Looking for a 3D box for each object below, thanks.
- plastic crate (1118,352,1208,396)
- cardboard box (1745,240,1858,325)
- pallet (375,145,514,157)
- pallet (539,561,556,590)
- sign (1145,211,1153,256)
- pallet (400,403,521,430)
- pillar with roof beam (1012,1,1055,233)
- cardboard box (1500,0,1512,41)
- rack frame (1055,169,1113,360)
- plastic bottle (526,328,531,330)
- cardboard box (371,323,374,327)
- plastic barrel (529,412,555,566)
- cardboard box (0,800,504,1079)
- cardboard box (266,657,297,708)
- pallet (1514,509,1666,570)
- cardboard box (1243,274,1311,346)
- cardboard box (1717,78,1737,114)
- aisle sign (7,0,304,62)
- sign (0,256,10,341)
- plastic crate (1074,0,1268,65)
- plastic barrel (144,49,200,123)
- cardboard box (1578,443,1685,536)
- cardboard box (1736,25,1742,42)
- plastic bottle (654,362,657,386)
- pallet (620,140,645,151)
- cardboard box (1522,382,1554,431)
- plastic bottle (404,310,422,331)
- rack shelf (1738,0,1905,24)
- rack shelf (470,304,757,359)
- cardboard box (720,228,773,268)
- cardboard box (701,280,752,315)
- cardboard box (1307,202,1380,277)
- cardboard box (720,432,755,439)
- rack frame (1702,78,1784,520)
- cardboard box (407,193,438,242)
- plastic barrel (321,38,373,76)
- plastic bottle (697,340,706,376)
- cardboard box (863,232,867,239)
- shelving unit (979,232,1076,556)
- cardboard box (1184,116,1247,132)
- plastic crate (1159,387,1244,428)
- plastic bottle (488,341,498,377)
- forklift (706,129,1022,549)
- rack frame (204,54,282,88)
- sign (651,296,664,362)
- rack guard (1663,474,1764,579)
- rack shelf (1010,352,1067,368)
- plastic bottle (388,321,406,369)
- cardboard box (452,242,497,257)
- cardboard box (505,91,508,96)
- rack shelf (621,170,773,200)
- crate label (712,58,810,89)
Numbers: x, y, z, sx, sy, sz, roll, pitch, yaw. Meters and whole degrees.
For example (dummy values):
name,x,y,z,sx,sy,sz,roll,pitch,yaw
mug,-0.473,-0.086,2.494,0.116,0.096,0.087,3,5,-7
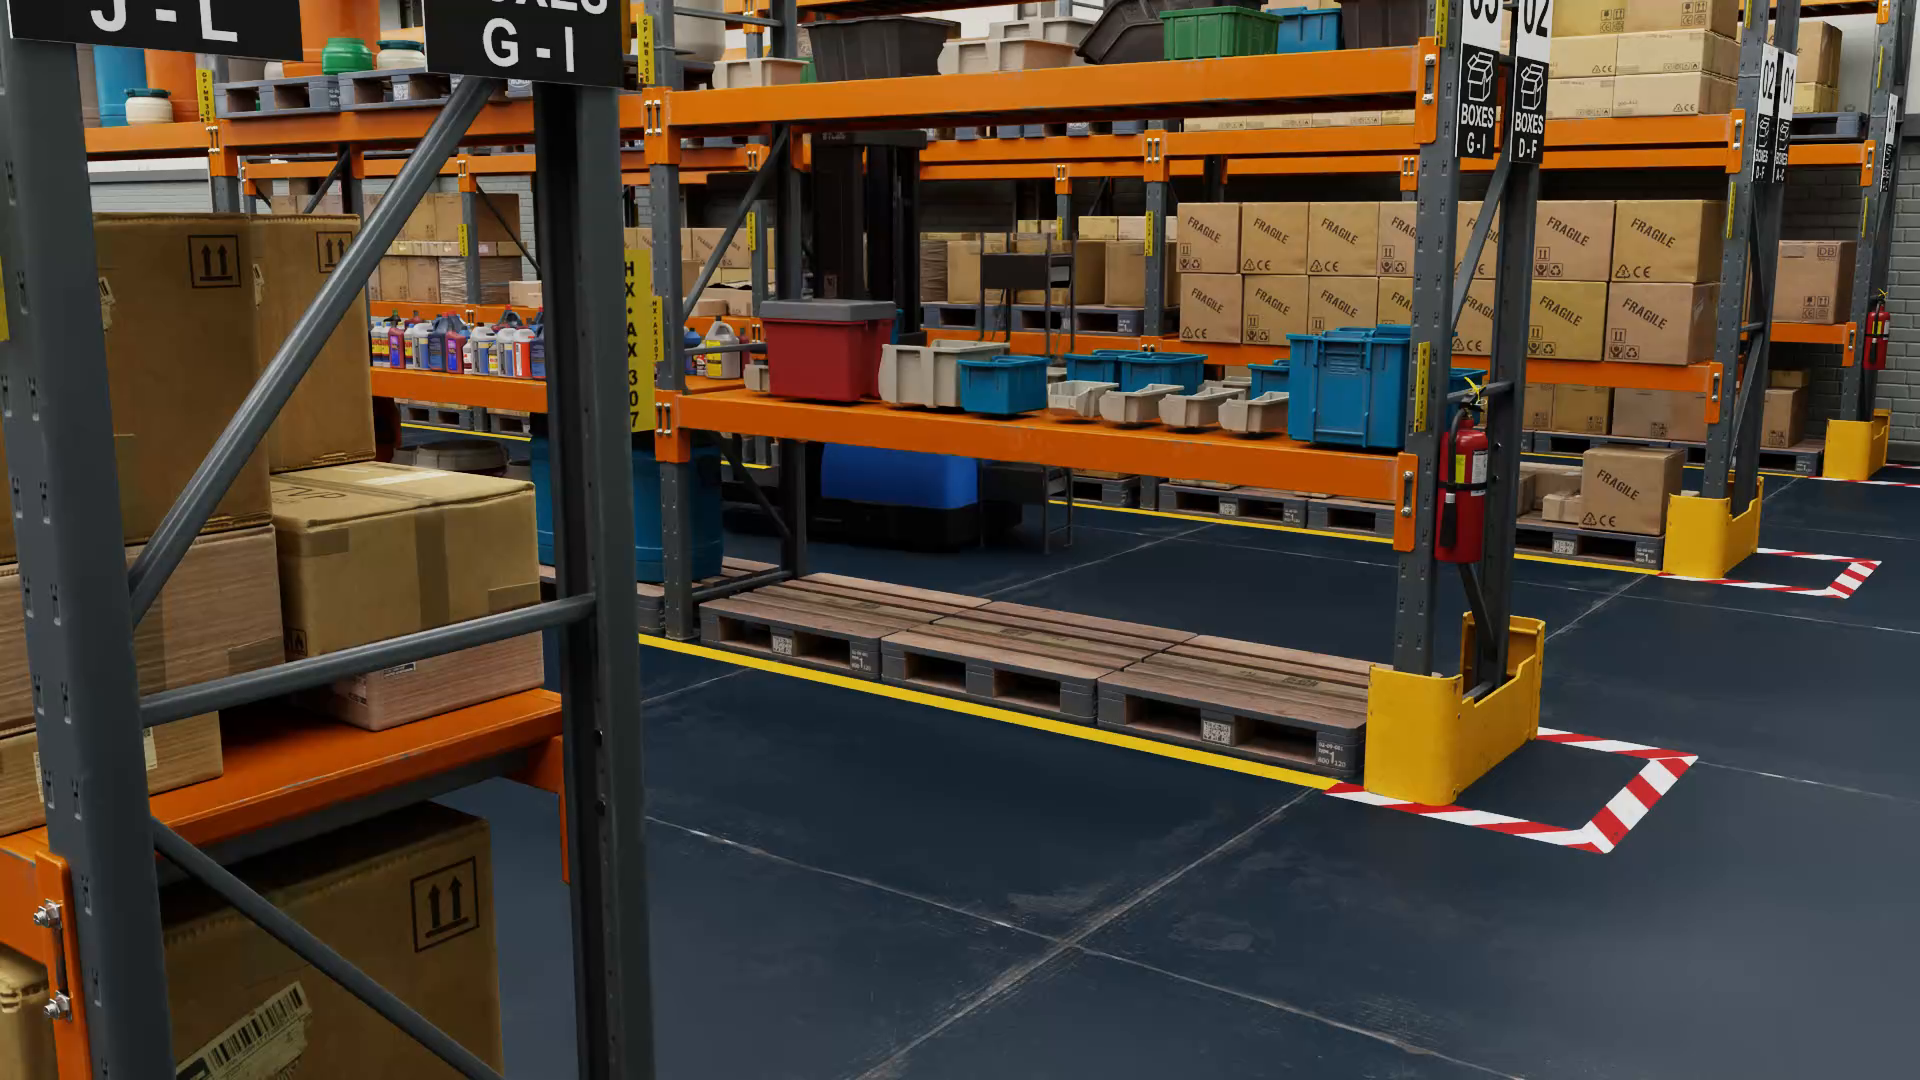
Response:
name,x,y,z,sx,sy,sz,roll,pitch,yaw
plastic crate,0.943,-0.740,7.739,0.300,0.233,0.416,8,13,36
cardboard box,7.455,-2.286,14.660,0.700,0.700,0.980,9,14,38
pallet,-5.432,-4.194,17.650,1.213,0.211,1.003,8,13,36
pallet,-2.801,0.123,10.339,1.213,0.211,1.003,8,13,36
sign,1.394,-2.257,12.251,0.005,0.325,0.100,8,13,36
pallet,-5.345,-1.400,18.211,1.213,0.211,1.003,8,13,36
pillar with roof beam,-1.660,-5.547,16.512,0.400,9.000,9.100,8,13,36
cardboard box,3.700,-3.501,10.937,0.500,0.500,0.700,8,13,36
rack frame,1.424,-2.982,19.049,0.127,3.000,1.000,8,13,36
plastic bottle,-2.475,-1.082,9.563,0.097,0.271,0.097,0,11,0
cardboard box,-7.345,-2.333,19.849,0.500,0.500,0.500,8,13,36
plastic barrel,-2.215,-0.335,9.785,0.708,0.901,0.600,8,13,36
cardboard box,-1.487,0.969,3.111,0.875,0.875,0.875,8,13,36
cardboard box,-1.222,0.196,3.280,0.250,0.149,0.380,8,13,35
pallet,4.239,-0.053,11.249,1.213,0.211,1.003,8,13,36
cardboard box,2.383,-1.667,11.986,0.500,0.500,0.500,8,14,37
cardboard box,4.680,-2.820,10.706,0.500,0.250,0.500,8,13,36
aisle sign,-1.043,-1.030,2.114,0.004,0.787,0.394,8,13,36
sign,-1.256,-0.411,2.087,0.005,0.325,0.100,8,13,36
plastic crate,0.940,-2.222,7.386,0.767,0.338,0.504,8,13,36
plastic barrel,-5.500,-3.348,11.912,0.708,0.830,0.600,8,13,36
cardboard box,4.359,-0.336,10.794,0.500,0.500,0.500,8,13,36
cardboard box,6.724,-4.204,14.517,0.500,0.500,0.500,8,14,37
plastic bottle,-1.666,-0.935,8.986,0.097,0.201,0.097,0,11,0
pallet,-3.008,-3.792,15.831,1.213,0.211,1.003,9,14,38
cardboard box,5.593,-1.355,16.111,0.500,0.500,0.700,8,13,35
plastic bottle,-3.675,-1.402,11.188,0.133,0.283,0.061,8,13,36
rack shelf,6.260,-4.704,15.098,4.000,0.370,1.077,8,13,36
rack shelf,-3.117,-2.095,16.357,4.000,0.370,1.077,8,13,36
cardboard box,-2.770,-3.798,21.630,0.500,0.500,0.500,8,13,35
cardboard box,-2.111,-2.310,15.808,0.500,0.311,0.500,8,13,35
cardboard box,2.763,-2.102,11.602,0.500,0.500,0.500,7,13,34
cardboard box,-2.073,-1.102,15.460,0.500,0.250,0.500,8,14,37
rack frame,4.943,-1.324,10.477,0.127,3.000,1.000,8,13,36
cardboard box,-5.498,-3.465,17.864,0.500,0.500,0.700,8,13,35
plastic barrel,-3.722,-2.914,10.101,0.294,0.245,0.294,0,11,0
plastic bottle,-1.470,-1.050,9.584,0.097,0.201,0.097,0,11,0
cardboard box,-0.964,-3.571,20.669,0.500,0.500,0.700,10,15,41
shelving unit,0.447,-0.984,11.087,0.503,2.100,0.431,6,13,29
cardboard box,1.965,-3.080,12.053,0.500,0.250,0.500,8,13,36
plastic crate,1.019,-0.565,7.090,0.243,0.136,0.396,8,13,36
plastic bottle,-2.644,-1.035,9.506,0.097,0.201,0.097,0,11,0
forklift,-1.097,-1.558,11.865,3.031,2.935,1.130,6,13,29
rack frame,-4.440,-4.411,10.639,0.127,3.000,1.000,8,13,36
sign,-1.543,-1.068,8.424,0.005,0.325,0.100,8,13,36
rack guard,4.882,-0.106,10.759,0.348,0.500,1.175,8,13,36
rack shelf,0.447,-0.971,11.090,0.480,0.518,0.431,6,13,29
plastic bottle,-3.378,-1.173,10.005,0.133,0.283,0.061,8,13,36
cardboard box,-5.075,-3.039,17.368,0.250,0.149,0.380,8,13,35
cardboard box,-4.255,-4.571,16.680,0.500,0.500,0.500,8,14,36
rack shelf,-3.412,-4.776,22.319,4.000,0.370,1.077,8,13,36
crate label,-0.992,-2.260,8.111,0.466,0.136,0.293,8,13,36
